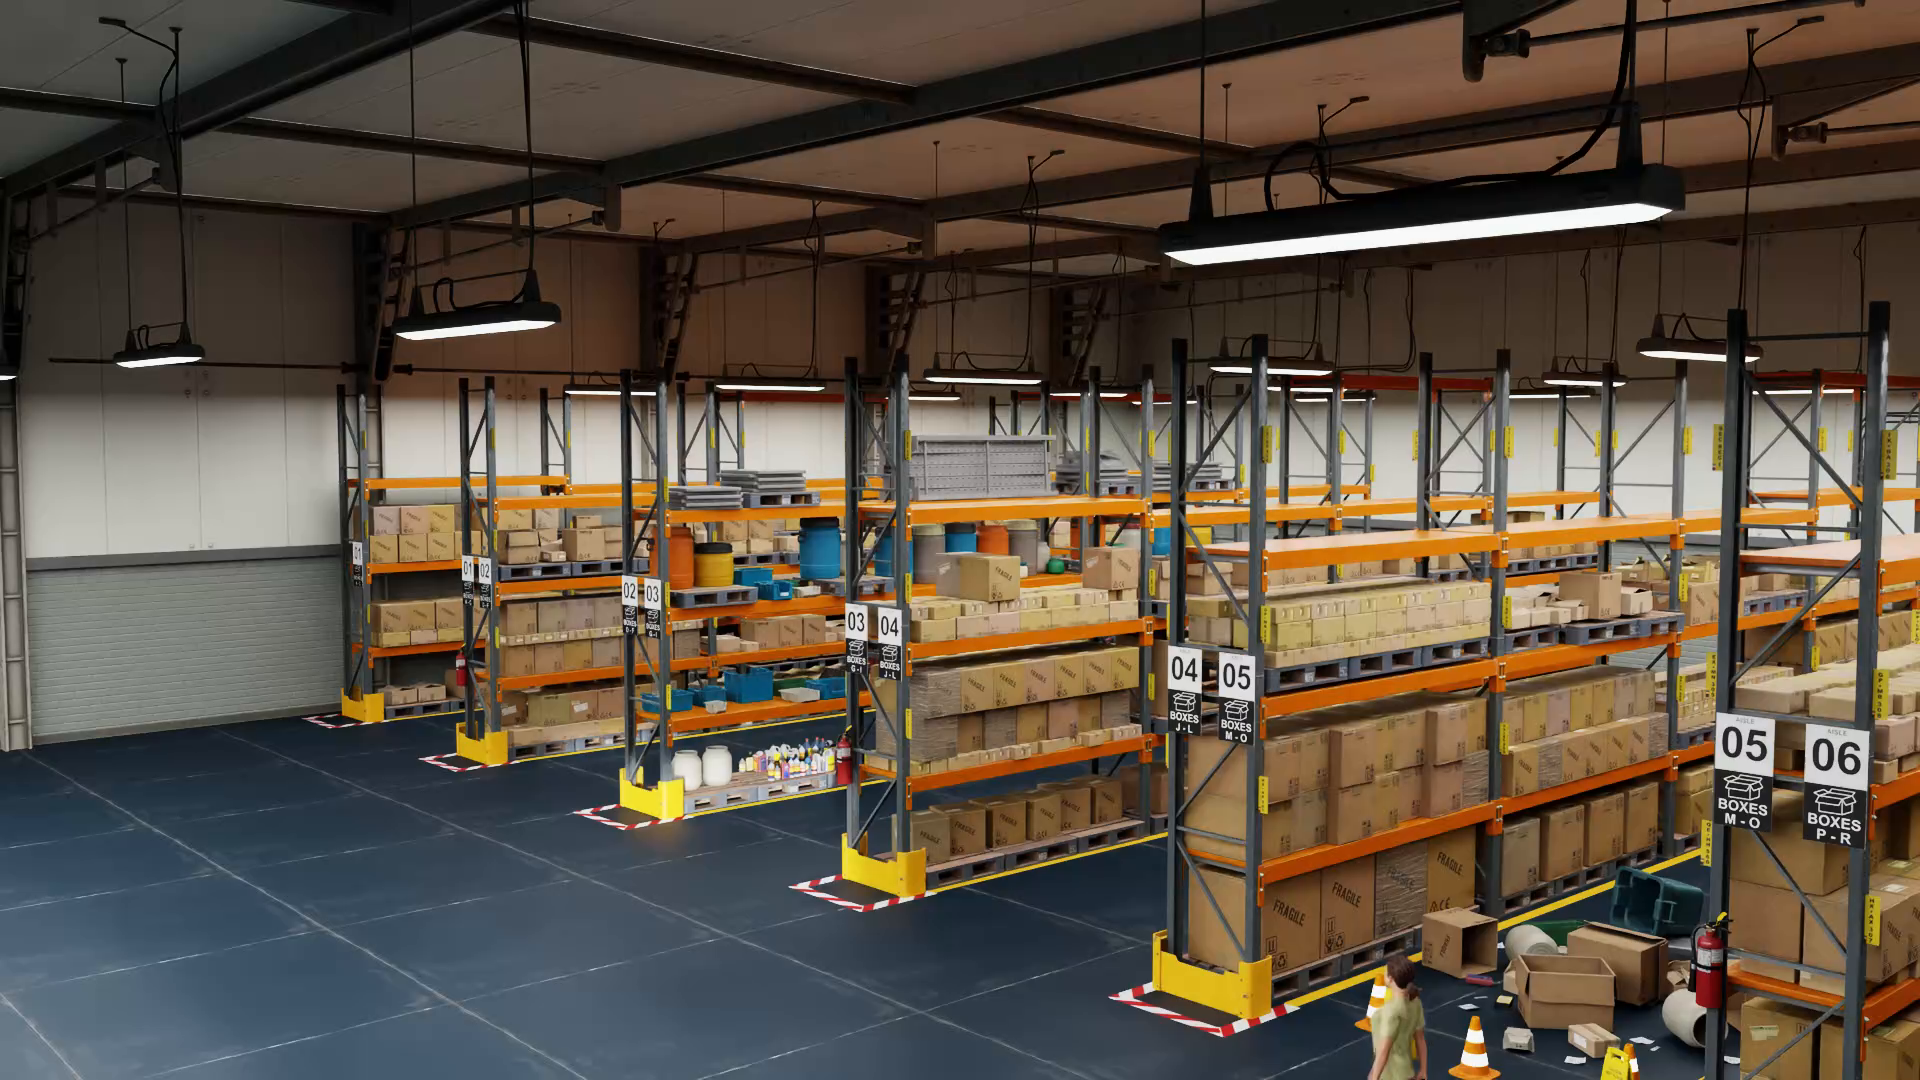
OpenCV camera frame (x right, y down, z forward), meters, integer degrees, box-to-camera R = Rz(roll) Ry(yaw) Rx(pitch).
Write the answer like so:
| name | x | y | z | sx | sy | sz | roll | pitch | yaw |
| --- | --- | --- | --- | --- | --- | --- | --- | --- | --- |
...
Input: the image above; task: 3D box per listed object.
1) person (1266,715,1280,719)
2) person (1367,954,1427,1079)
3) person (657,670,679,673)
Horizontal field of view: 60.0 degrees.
| name | x | y | z | sx | sy | sz | roll | pitch | yaw |
| --- | --- | --- | --- | --- | --- | --- | --- | --- | --- |
| person | 3.700 | 2.956 | 19.947 | 0.407 | 1.788 | 0.613 | 1 | 4 | 18 |
| person | 2.958 | 3.609 | 11.196 | 0.945 | 1.643 | 0.438 | 0 | 4 | 7 |
| person | -5.648 | 2.230 | 31.962 | 0.627 | 1.768 | 0.441 | -3 | 5 | -43 |
